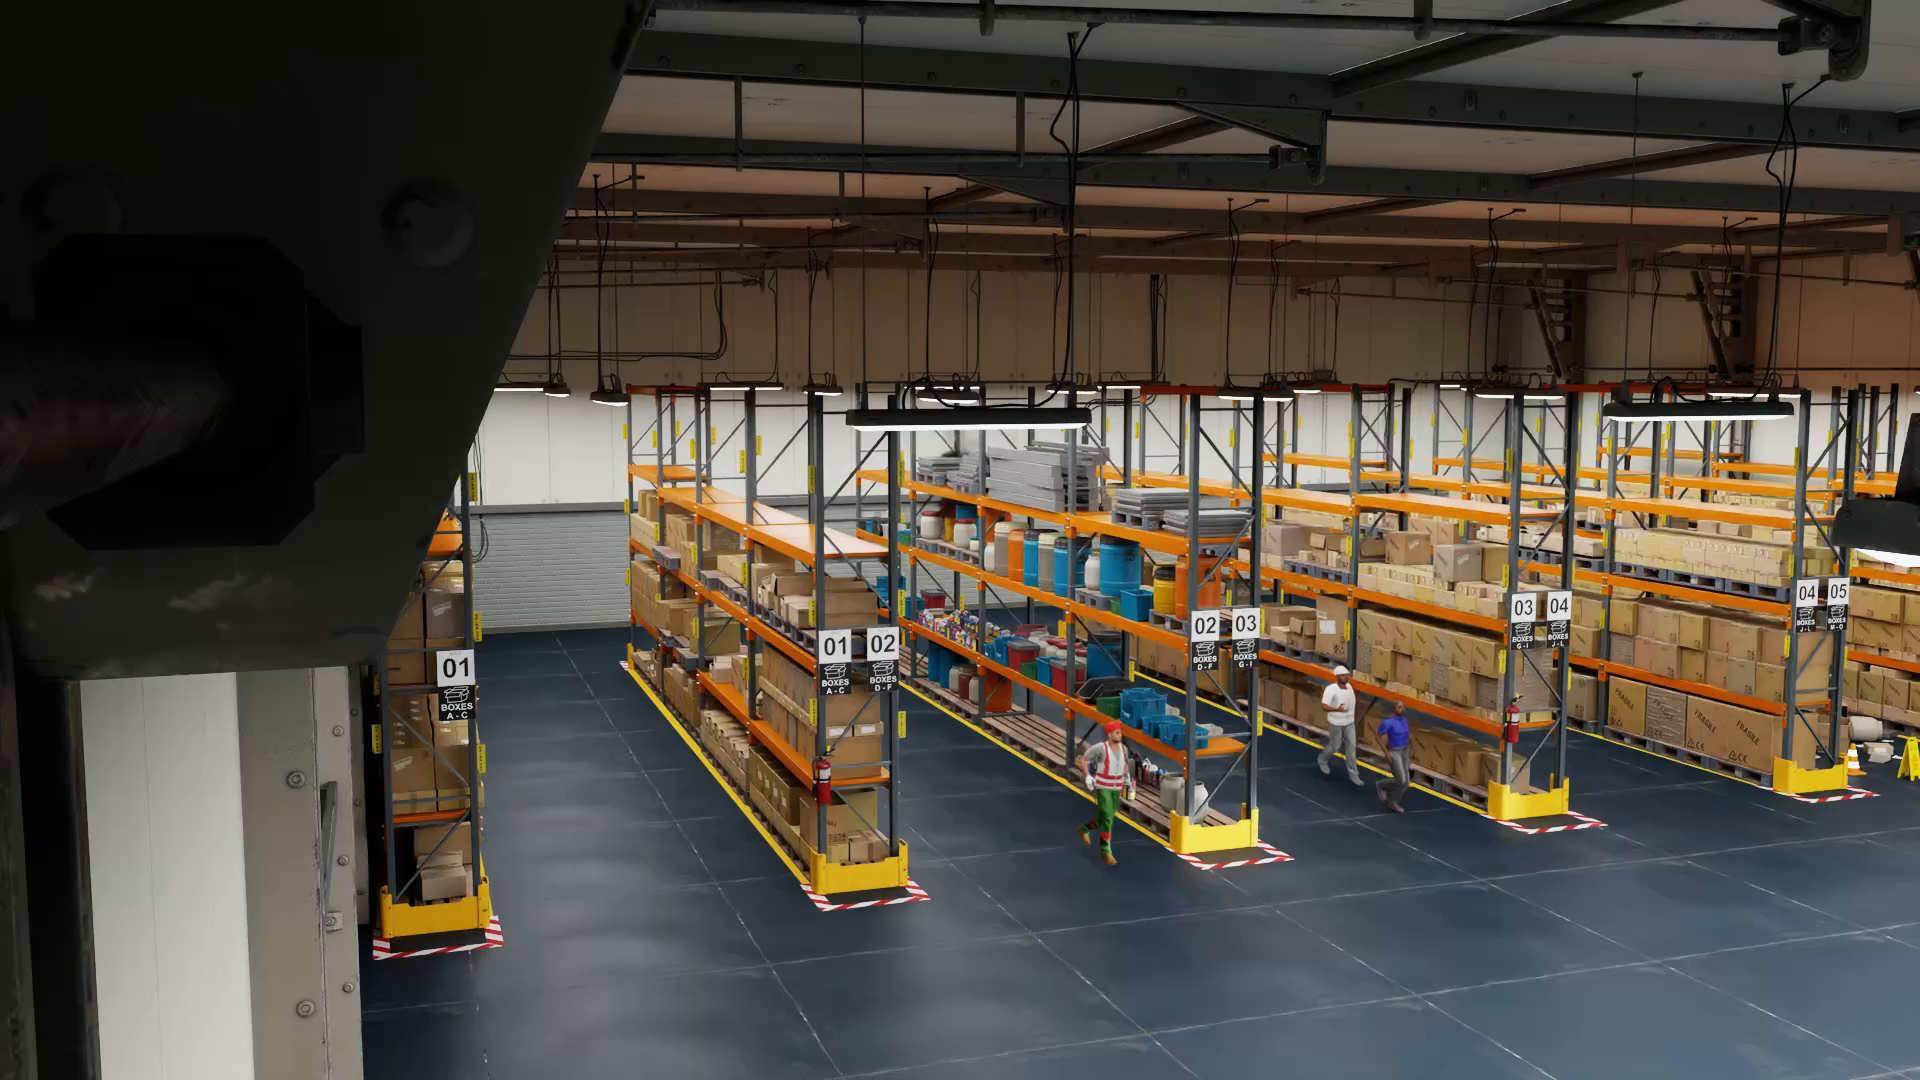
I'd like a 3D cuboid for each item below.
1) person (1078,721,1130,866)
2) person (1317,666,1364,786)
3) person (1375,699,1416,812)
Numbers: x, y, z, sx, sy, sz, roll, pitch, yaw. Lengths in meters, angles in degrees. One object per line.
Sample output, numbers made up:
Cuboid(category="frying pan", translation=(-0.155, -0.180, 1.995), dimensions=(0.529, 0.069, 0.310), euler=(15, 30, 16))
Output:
Cuboid(category="person", translation=(1.907, 3.229, 21.622), dimensions=(0.709, 1.768, 0.919), euler=(-4, 7, -35))
Cuboid(category="person", translation=(5.825, 2.801, 25.433), dimensions=(0.695, 1.771, 0.962), euler=(-3, 6, -25))
Cuboid(category="person", translation=(6.260, 3.090, 23.790), dimensions=(0.575, 1.598, 0.544), euler=(-4, 7, -31))
